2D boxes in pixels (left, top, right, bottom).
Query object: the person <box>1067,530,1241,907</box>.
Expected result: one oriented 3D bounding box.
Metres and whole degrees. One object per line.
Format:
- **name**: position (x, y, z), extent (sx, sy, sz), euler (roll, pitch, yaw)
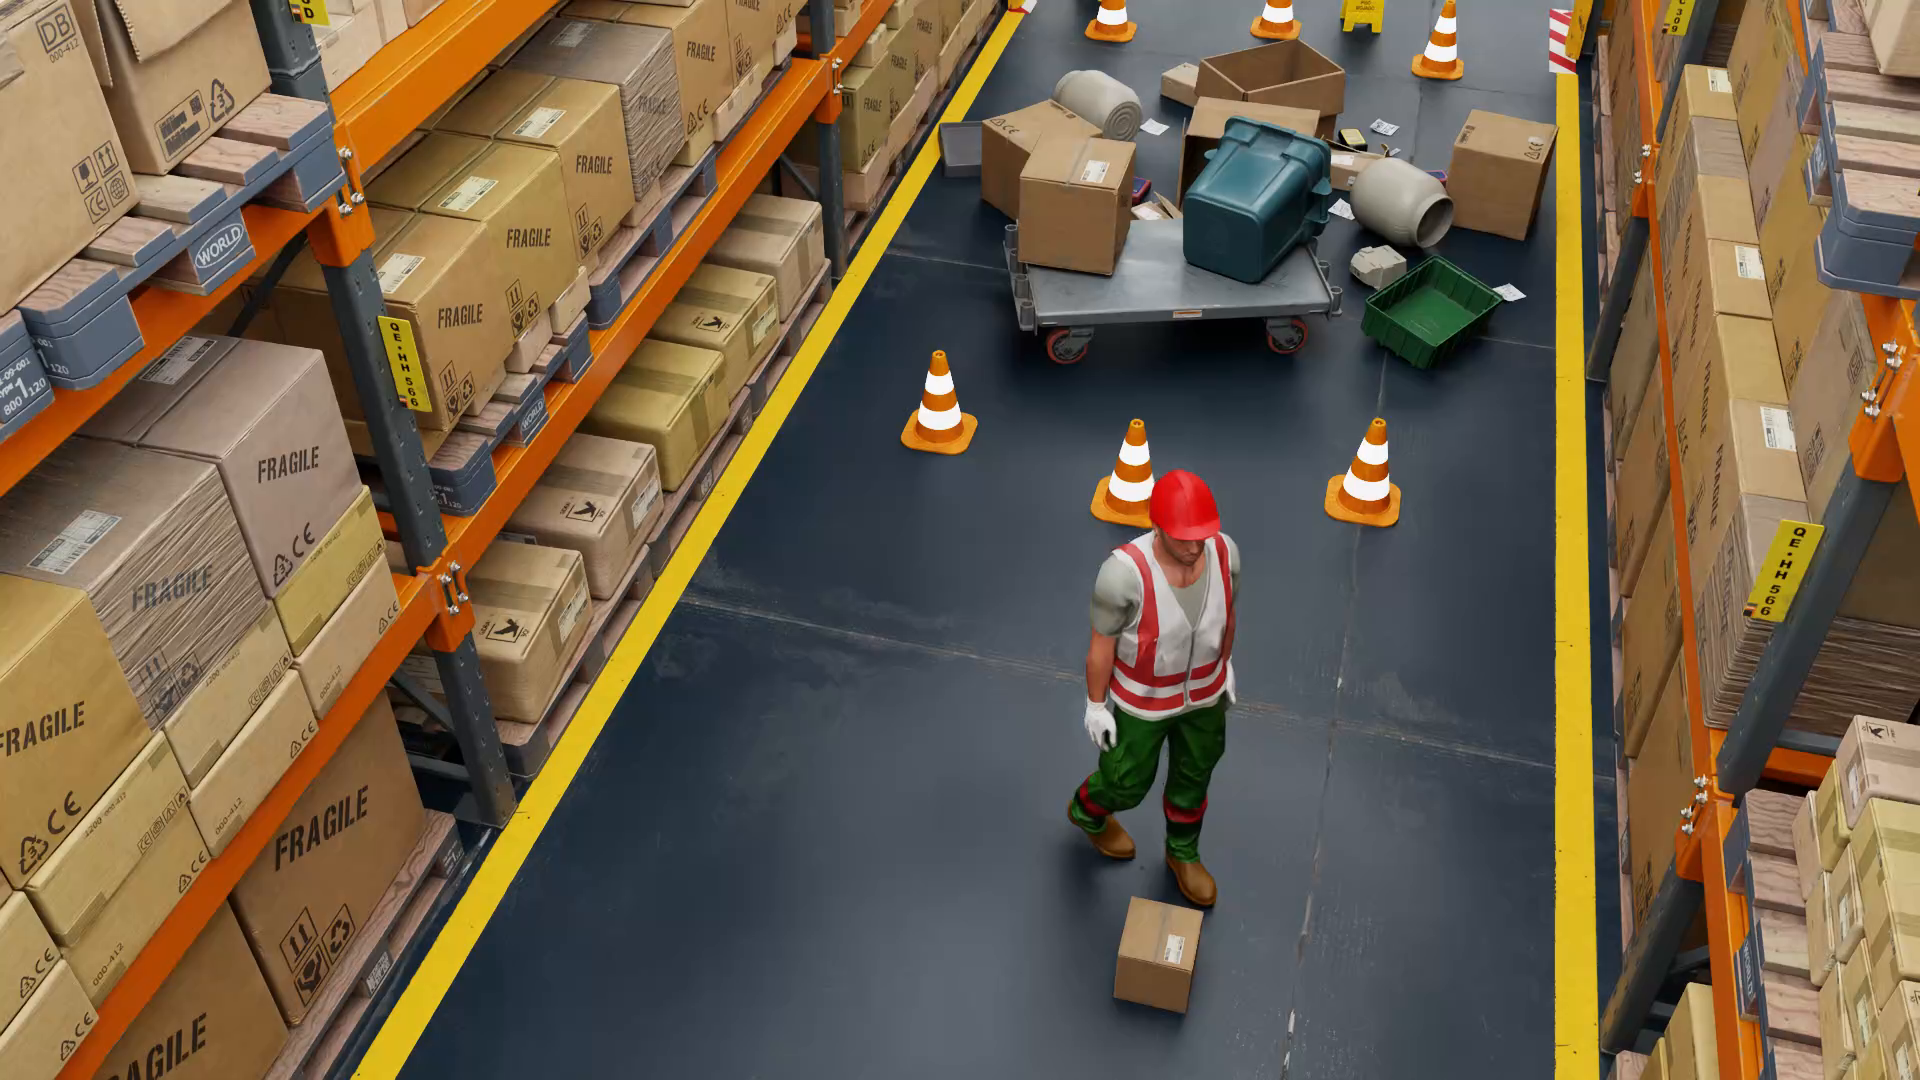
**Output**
- **person**: position (0.682, 0.600, 5.618), extent (0.572, 1.547, 0.572), euler (-14, 43, -16)
